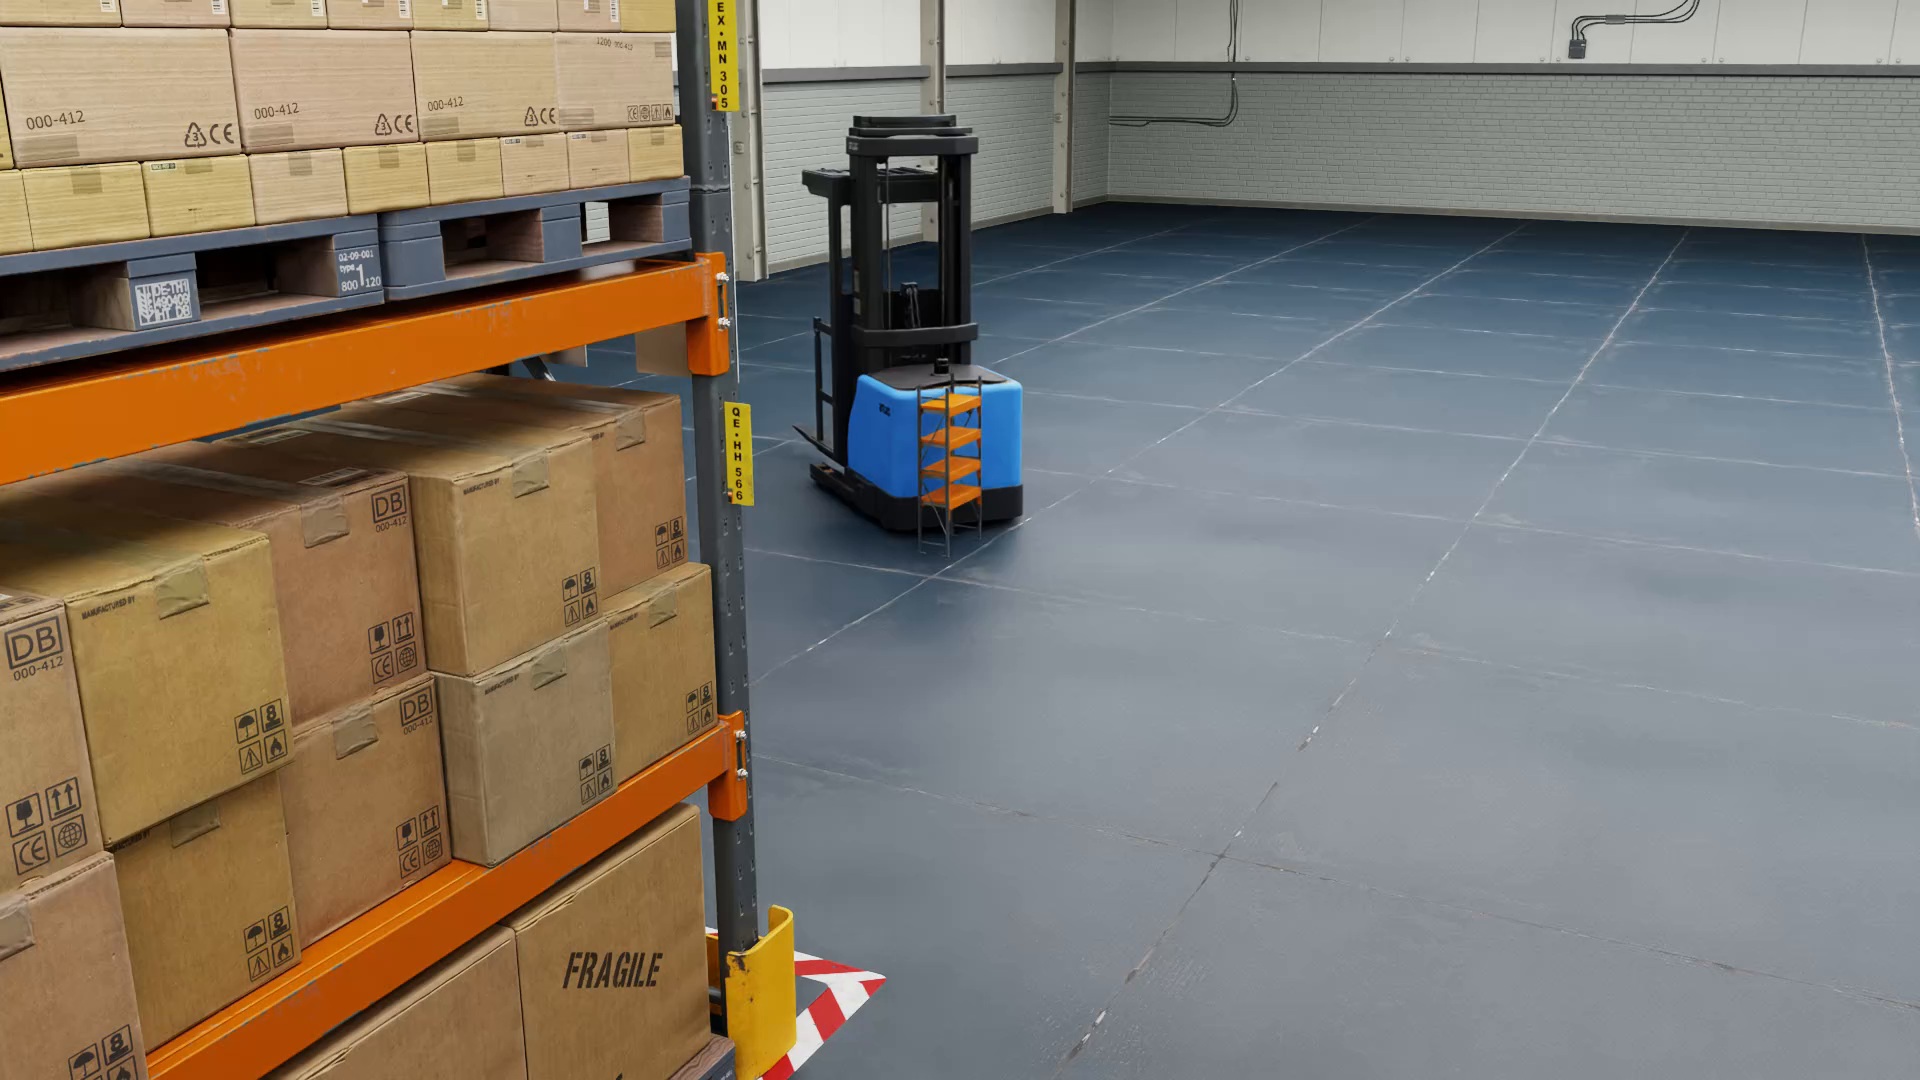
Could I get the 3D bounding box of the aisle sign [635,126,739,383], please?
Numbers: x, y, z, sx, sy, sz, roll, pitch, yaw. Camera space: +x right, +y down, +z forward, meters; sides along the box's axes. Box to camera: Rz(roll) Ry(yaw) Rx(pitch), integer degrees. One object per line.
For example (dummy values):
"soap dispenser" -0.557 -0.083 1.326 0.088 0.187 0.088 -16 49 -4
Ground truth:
"aisle sign" -0.874 -0.899 5.217 0.394 0.787 0.004 8 18 25

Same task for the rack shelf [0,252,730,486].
"rack shelf" -2.068 -0.256 3.615 1.077 0.370 4.000 8 18 25

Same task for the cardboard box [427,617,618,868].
"cardboard box" -1.526 0.498 4.814 0.875 0.550 0.550 8 18 25

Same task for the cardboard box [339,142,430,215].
"cardboard box" -1.474 -0.852 3.886 0.380 0.149 0.250 8 18 25

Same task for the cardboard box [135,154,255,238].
"cardboard box" -1.701 -0.723 3.451 0.380 0.149 0.250 8 18 26

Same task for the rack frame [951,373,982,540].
"rack frame" 0.044 -0.593 11.912 0.240 1.200 0.015 9 19 27

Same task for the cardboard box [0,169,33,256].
"cardboard box" -1.927 -0.595 3.018 0.380 0.149 0.250 8 18 25

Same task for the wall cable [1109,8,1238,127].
"wall cable" 4.697 -10.456 36.875 3.097 2.526 0.112 8 18 25

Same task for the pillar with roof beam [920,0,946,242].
"pillar with roof beam" 3.368 -9.286 27.484 9.100 9.000 0.400 8 18 25

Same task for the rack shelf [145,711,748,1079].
"rack shelf" -2.068 1.182 4.042 1.077 0.370 4.000 8 18 25

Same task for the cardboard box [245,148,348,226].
"cardboard box" -1.588 -0.788 3.669 0.380 0.149 0.250 8 18 26

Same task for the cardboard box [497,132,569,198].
"cardboard box" -1.247 -0.982 4.322 0.380 0.149 0.250 8 18 26

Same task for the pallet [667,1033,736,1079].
"pallet" -1.461 1.878 5.332 1.003 0.211 1.213 8 18 25

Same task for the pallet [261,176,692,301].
"pallet" -1.496 -0.878 4.599 1.003 0.211 1.213 8 18 25

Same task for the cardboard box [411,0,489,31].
"cardboard box" -1.363 -1.298 3.985 0.380 0.149 0.250 8 19 26

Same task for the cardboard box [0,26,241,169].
"cardboard box" -1.818 -0.887 3.302 0.500 0.250 0.500 8 18 26

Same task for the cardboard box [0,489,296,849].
"cardboard box" -2.030 0.256 3.734 0.875 0.550 0.500 8 18 25

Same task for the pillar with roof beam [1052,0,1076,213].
"pillar with roof beam" 6.049 -10.814 32.629 9.100 9.000 0.400 8 18 25

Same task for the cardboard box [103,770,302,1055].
"cardboard box" -2.088 0.765 3.916 0.875 0.550 0.500 8 18 25

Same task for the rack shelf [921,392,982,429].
"rack shelf" -0.070 -0.908 11.593 0.258 0.148 0.480 9 19 27

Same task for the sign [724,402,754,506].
"sign" -0.695 -0.269 5.211 0.100 0.325 0.005 8 18 25

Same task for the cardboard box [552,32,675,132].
"cardboard box" -1.143 -1.270 4.593 0.500 0.250 0.500 8 18 26

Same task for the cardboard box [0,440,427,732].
"cardboard box" -1.910 0.104 4.244 0.875 0.550 0.550 8 18 25

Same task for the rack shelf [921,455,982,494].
"rack shelf" -0.070 -0.467 11.724 0.258 0.148 0.480 9 19 27

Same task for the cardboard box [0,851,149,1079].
"cardboard box" -2.235 0.913 3.418 0.875 0.550 0.550 8 18 25

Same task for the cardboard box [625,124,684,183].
"cardboard box" -1.019 -1.112 4.759 0.380 0.149 0.250 8 18 25

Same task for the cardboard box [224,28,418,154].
"cardboard box" -1.592 -1.015 3.734 0.500 0.250 0.500 8 18 25

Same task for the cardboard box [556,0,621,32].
"cardboard box" -1.134 -1.429 4.428 0.380 0.149 0.250 8 18 26

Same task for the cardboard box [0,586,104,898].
"cardboard box" -2.260 0.392 3.276 0.875 0.550 0.550 8 18 25

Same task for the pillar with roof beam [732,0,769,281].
"pillar with roof beam" 0.687 -7.758 22.338 9.100 9.000 0.400 8 18 25

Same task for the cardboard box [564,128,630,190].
"cardboard box" -1.133 -1.048 4.543 0.380 0.149 0.250 8 18 26

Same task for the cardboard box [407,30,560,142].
"cardboard box" -1.367 -1.143 4.164 0.500 0.250 0.500 8 18 25

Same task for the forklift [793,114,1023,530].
"forklift" -0.573 -1.853 13.114 1.130 2.935 3.031 -7 18 -22

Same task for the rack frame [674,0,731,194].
"rack frame" -1.174 -2.549 4.800 1.000 3.000 0.127 8 18 25

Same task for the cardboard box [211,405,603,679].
"cardboard box" -1.538 -0.021 4.666 0.875 0.550 0.550 8 18 25

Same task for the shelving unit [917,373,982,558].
"shelving unit" -0.070 -0.531 11.705 0.258 1.200 0.503 9 19 27

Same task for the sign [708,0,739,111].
"sign" -0.695 -1.425 4.868 0.100 0.325 0.005 8 18 25

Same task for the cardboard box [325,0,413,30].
"cardboard box" -1.475 -1.234 3.772 0.380 0.149 0.250 8 18 26

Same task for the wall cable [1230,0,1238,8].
"wall cable" 7.118 -12.532 34.998 3.097 2.526 0.112 8 18 25

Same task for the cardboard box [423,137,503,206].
"cardboard box" -1.360 -0.918 4.106 0.380 0.149 0.250 8 18 26

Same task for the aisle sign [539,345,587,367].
"aisle sign" -1.411 -0.975 5.474 0.394 0.787 0.004 8 18 25

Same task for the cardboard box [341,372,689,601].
"cardboard box" -1.375 -0.173 5.178 0.875 0.550 0.550 8 18 25

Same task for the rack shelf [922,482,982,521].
"rack shelf" -0.070 -0.276 11.781 0.258 0.148 0.480 9 19 27

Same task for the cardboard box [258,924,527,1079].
"cardboard box" -1.809 1.550 4.532 0.875 0.875 0.875 8 18 25

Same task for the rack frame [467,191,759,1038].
"rack frame" -1.174 0.327 5.654 1.000 3.000 0.127 8 18 25

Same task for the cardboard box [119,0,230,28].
"cardboard box" -1.703 -1.104 3.333 0.380 0.149 0.250 8 18 26

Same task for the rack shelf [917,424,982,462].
"rack shelf" -0.070 -0.681 11.661 0.258 0.148 0.480 9 19 27

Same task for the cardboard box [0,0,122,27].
"cardboard box" -1.815 -1.040 3.116 0.380 0.149 0.250 8 18 25

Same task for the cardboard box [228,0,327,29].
"cardboard box" -1.589 -1.169 3.551 0.380 0.149 0.250 8 18 25

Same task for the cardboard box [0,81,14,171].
"cardboard box" -2.043 -0.758 2.868 0.500 0.250 0.500 8 18 25

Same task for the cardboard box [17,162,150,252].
"cardboard box" -1.815 -0.658 3.230 0.380 0.149 0.250 8 18 26

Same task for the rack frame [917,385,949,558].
"rack frame" -0.184 -0.470 11.498 0.240 1.200 0.015 9 19 27

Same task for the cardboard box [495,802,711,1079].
"cardboard box" -1.418 1.326 5.287 0.875 0.875 0.875 8 18 26

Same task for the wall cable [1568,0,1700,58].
"wall cable" 13.183 -12.363 31.869 2.305 6.003 0.169 8 18 25

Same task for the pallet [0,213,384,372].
"pallet" -2.040 -0.566 3.549 1.003 0.211 1.213 8 18 25

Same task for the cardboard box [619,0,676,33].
"cardboard box" -1.021 -1.493 4.641 0.380 0.149 0.250 8 18 26

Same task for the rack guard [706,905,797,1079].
"rack guard" -1.163 1.519 6.031 1.175 0.500 0.348 8 18 25

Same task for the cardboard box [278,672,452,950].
"cardboard box" -1.888 0.625 4.388 0.875 0.550 0.550 8 18 25

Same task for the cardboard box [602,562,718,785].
"cardboard box" -1.299 0.356 5.295 0.875 0.550 0.550 8 18 25

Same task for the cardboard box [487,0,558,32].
"cardboard box" -1.248 -1.364 4.208 0.380 0.149 0.250 8 19 26
